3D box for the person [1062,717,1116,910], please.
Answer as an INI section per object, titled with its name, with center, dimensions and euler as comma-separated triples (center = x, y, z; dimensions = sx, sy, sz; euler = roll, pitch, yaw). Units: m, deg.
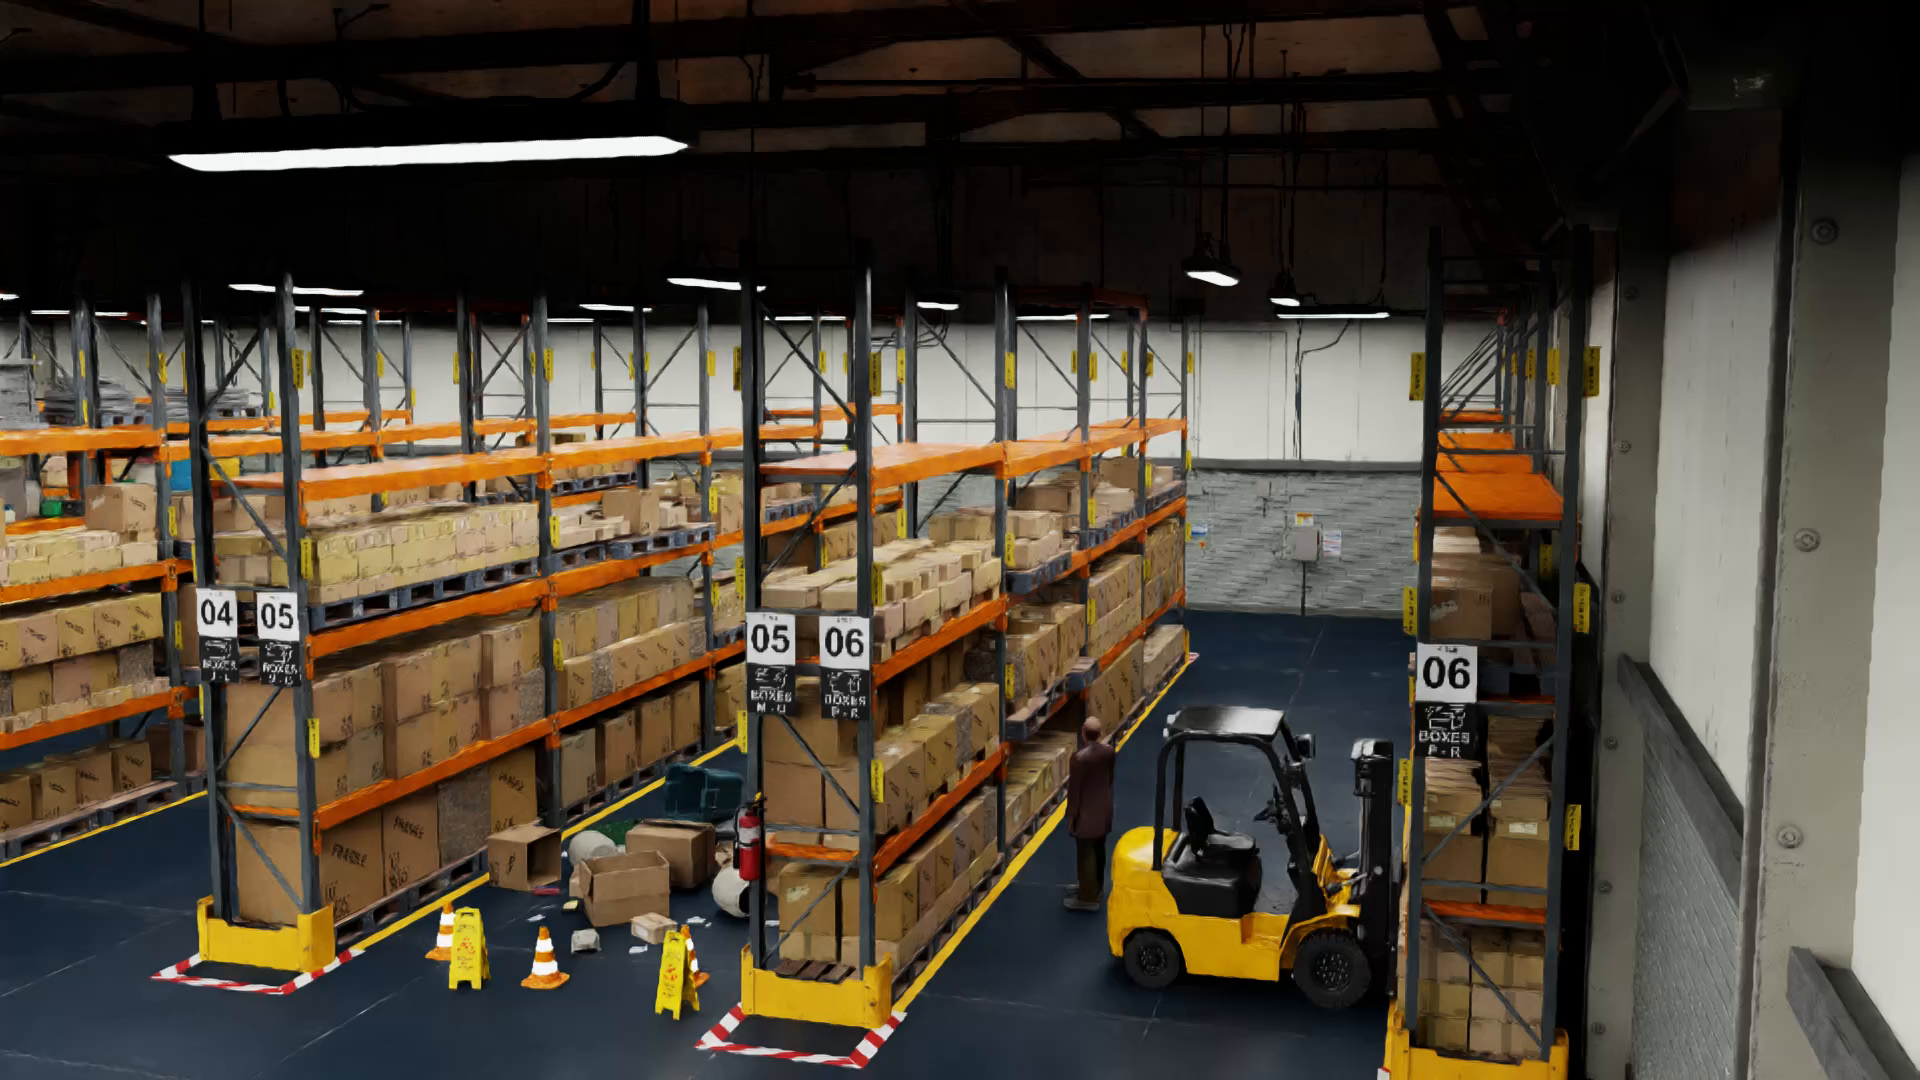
[person]
center = 1.175, 2.529, 15.574
dimensions = 0.630, 1.782, 0.551
euler = -6, 9, -42
